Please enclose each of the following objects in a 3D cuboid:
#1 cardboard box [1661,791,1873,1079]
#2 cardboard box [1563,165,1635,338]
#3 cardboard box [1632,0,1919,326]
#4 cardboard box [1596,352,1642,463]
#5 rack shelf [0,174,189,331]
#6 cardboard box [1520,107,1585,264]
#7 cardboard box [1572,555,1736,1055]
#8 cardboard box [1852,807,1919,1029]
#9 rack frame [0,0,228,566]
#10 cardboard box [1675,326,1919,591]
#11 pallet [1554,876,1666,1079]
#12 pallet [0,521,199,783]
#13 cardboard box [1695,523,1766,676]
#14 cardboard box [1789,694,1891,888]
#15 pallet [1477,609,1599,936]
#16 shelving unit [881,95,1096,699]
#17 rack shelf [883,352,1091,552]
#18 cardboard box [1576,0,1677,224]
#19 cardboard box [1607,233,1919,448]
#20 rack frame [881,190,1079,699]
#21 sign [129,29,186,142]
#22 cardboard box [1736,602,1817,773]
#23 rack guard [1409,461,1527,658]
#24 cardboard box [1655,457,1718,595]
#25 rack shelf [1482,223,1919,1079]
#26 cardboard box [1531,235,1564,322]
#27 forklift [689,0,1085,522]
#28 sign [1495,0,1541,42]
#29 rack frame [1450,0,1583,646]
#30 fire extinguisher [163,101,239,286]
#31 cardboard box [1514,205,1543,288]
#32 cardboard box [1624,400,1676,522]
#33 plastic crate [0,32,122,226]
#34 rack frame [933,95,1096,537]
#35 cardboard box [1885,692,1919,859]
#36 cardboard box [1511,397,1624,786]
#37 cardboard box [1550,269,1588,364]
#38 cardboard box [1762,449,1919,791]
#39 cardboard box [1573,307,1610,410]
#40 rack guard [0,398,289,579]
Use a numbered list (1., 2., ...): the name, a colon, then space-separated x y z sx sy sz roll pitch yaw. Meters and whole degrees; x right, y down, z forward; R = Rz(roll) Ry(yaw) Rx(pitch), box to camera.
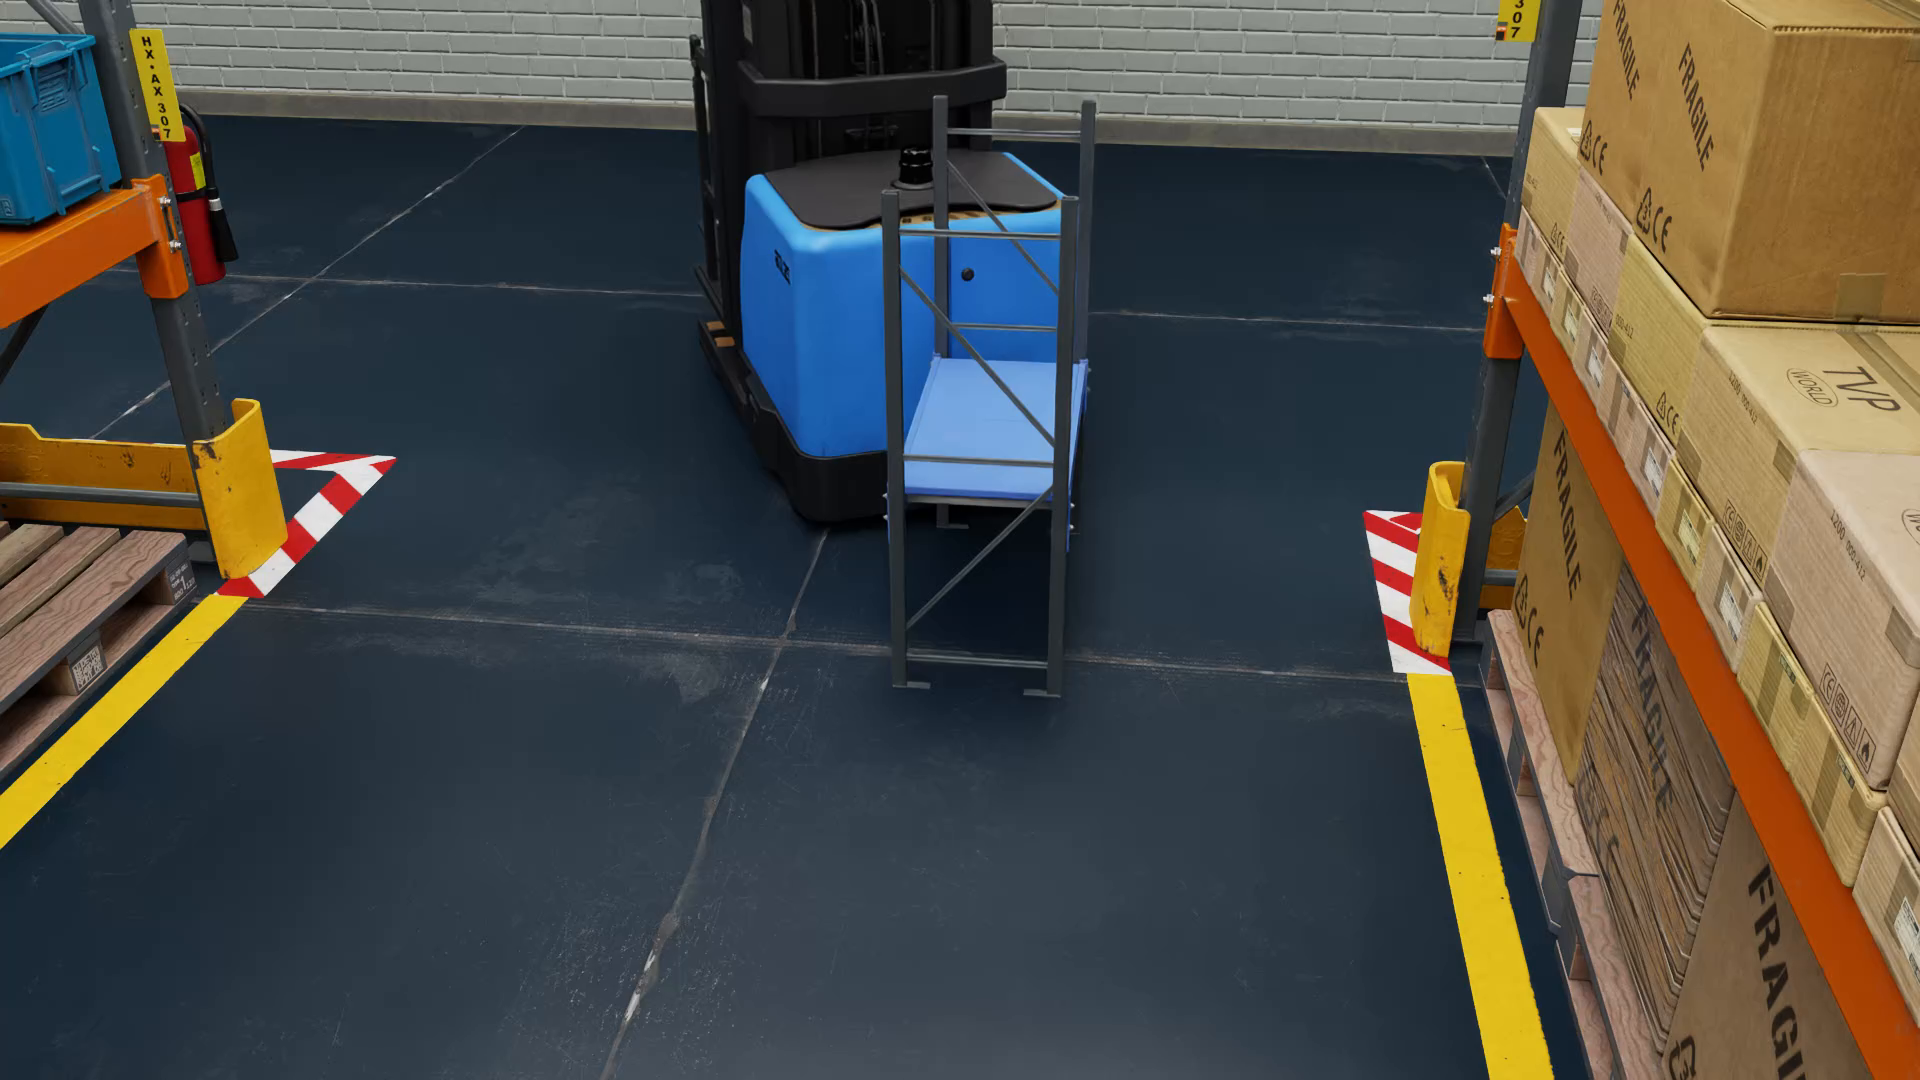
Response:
1. cardboard box: 1.786 0.902 2.710 0.875 0.875 0.875 3 28 6
2. cardboard box: 1.621 -0.611 3.567 0.500 0.250 0.500 3 28 6
3. cardboard box: 1.560 -0.707 2.953 0.500 0.500 0.500 3 28 5
4. cardboard box: 1.510 -0.259 3.334 0.380 0.149 0.250 3 28 5
5. rack shelf: -3.155 -0.031 3.404 1.077 0.370 4.000 3 28 6
6. cardboard box: 1.678 -0.856 4.021 0.500 0.250 0.500 3 28 5
7. cardboard box: 1.895 0.483 3.488 0.875 0.875 0.875 3 28 6
8. cardboard box: 1.322 0.466 1.987 0.380 0.149 0.250 4 29 7
9. rack frame: -2.910 -1.290 4.981 1.000 3.000 0.127 3 28 6
10. cardboard box: 1.497 -0.129 2.671 0.500 0.250 0.500 3 28 5
11. pallet: 1.833 1.180 3.338 1.003 0.211 1.213 3 28 6
12. pallet: -3.050 0.324 4.926 1.003 0.211 1.213 3 28 6
13. cardboard box: 1.417 0.105 2.658 0.380 0.149 0.250 4 29 7
14. cardboard box: 1.353 0.345 2.212 0.380 0.149 0.250 4 29 7
15. pallet: 1.985 0.607 4.401 1.003 0.211 1.213 3 28 6
16. shelving unit: 0.108 -0.453 5.009 0.538 1.500 1.048 3 28 6
17. rack shelf: 0.108 -0.295 5.095 0.538 0.185 1.000 3 28 6
18. cardboard box: 1.617 -0.951 3.407 0.500 0.500 0.500 3 28 5
19. cardboard box: 1.556 -0.375 3.128 0.500 0.250 0.500 2 28 4
20. rack frame: 0.050 -0.213 4.565 0.500 1.500 0.032 3 28 6
21. sign: -2.362 -1.337 4.897 0.100 0.325 0.005 3 28 6
22. cardboard box: 1.384 0.224 2.436 0.380 0.149 0.250 3 28 5
23. rack guard: 2.008 0.087 5.061 1.175 0.500 0.348 3 28 6
24. cardboard box: 1.447 -0.019 2.888 0.380 0.149 0.250 3 28 5
25. rack shelf: 1.760 0.256 2.870 1.077 0.370 4.000 3 28 6
26. cardboard box: 1.604 -0.622 4.007 0.380 0.149 0.250 3 28 5
27. forklift: -0.495 -2.036 6.438 1.130 2.935 3.031 -9 30 -16
28. sign: 1.455 -1.453 4.288 0.100 0.325 0.005 3 28 6
29. rack frame: 2.005 -1.002 4.447 1.000 3.000 0.127 3 28 6
30. fire extinguisher: -2.441 -1.136 5.171 0.296 0.674 0.183 3 28 6
31. cardboard box: 1.634 -0.743 4.232 0.380 0.149 0.250 4 29 7
32. cardboard box: 1.479 -0.138 3.108 0.380 0.149 0.250 3 28 6
33. plastic crate: -2.766 -1.163 4.646 0.616 0.435 0.499 3 28 6
34. rack frame: 0.167 -0.692 5.454 0.500 1.500 0.032 3 28 6
35. cardboard box: 1.370 0.349 1.783 0.500 0.250 0.500 4 29 8
36. cardboard box: 2.006 0.055 4.283 0.875 0.875 0.875 3 28 6
37. cardboard box: 1.573 -0.502 3.784 0.380 0.149 0.250 3 28 5
38. cardboard box: 1.432 0.109 2.229 0.500 0.250 0.500 4 29 7
39. cardboard box: 1.542 -0.379 3.556 0.380 0.149 0.250 3 28 5
40. rack guard: -2.920 -0.201 5.596 1.175 0.500 0.348 3 28 6
